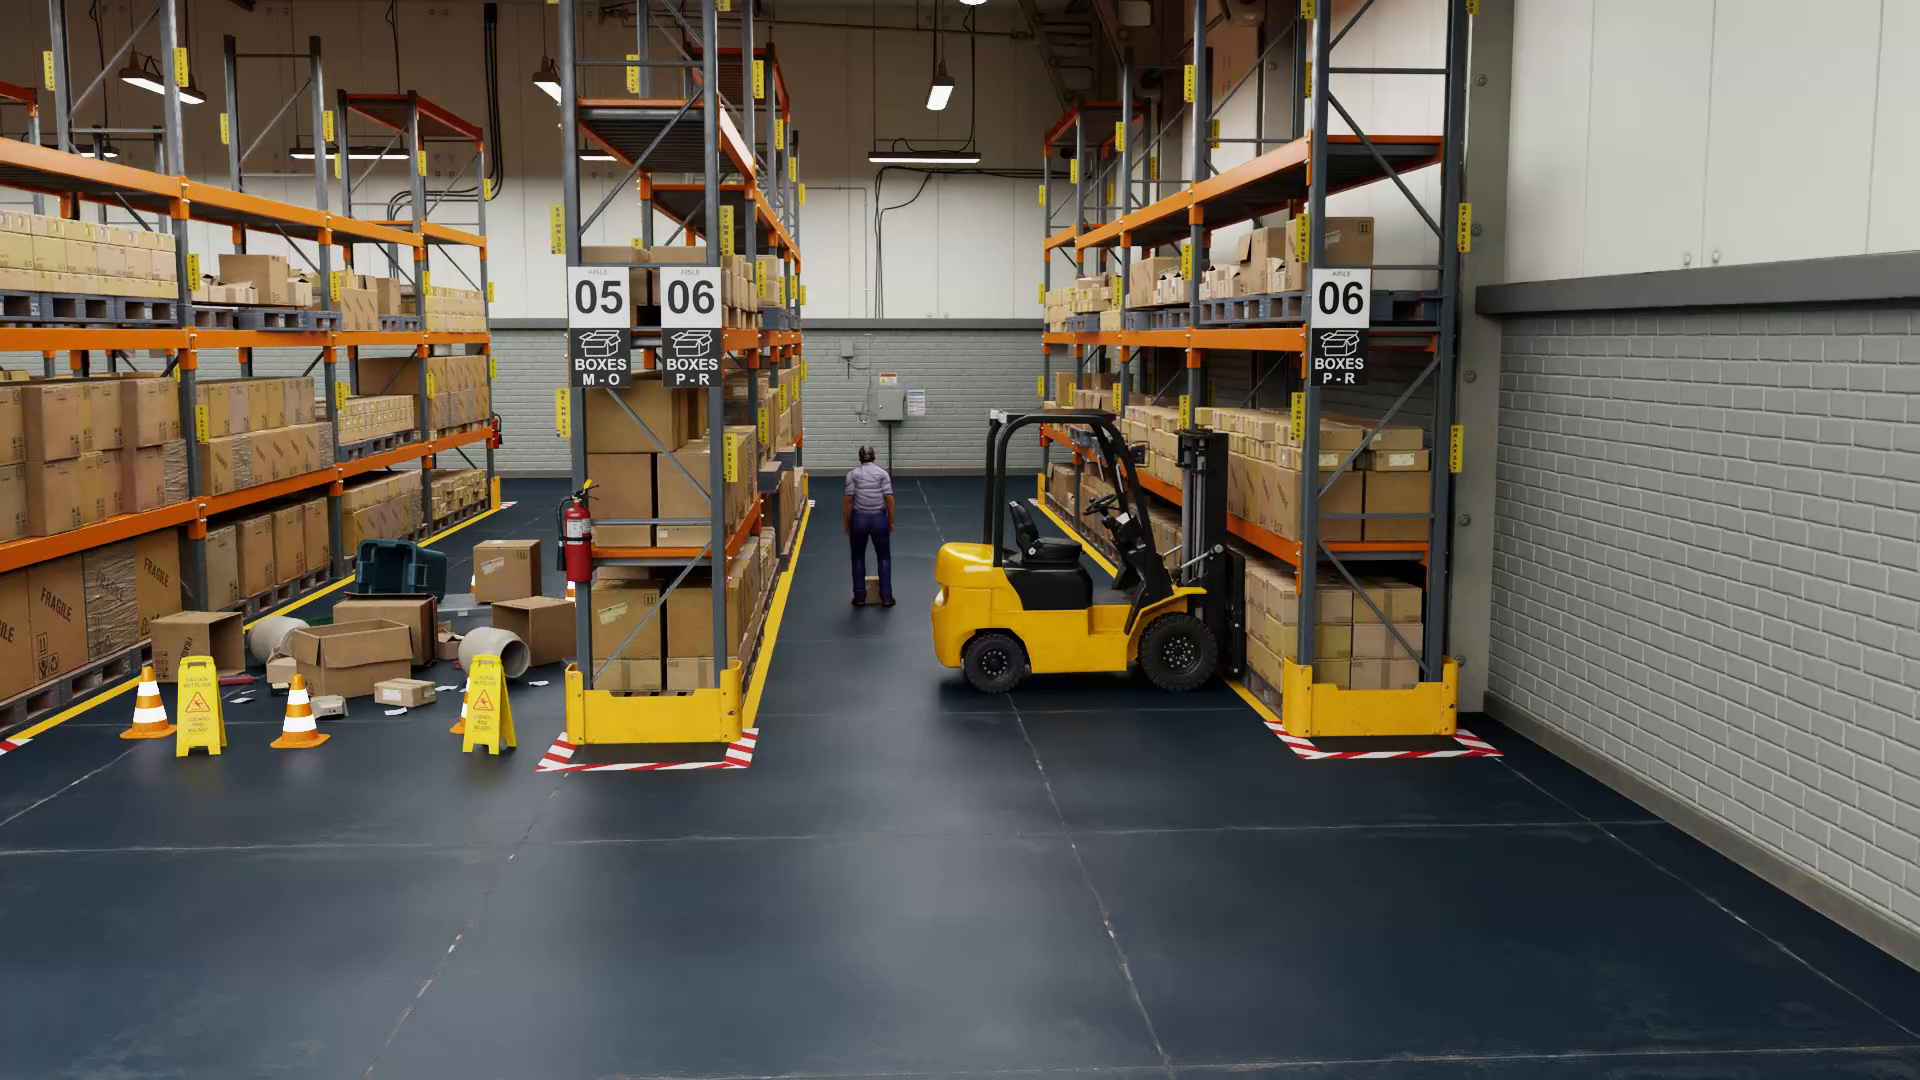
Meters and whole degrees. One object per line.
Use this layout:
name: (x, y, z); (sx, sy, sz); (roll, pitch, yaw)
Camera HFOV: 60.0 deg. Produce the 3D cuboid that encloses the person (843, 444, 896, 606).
person: (-0.924, -0.151, 17.015); (0.541, 1.652, 0.413); (0, 7, -4)
